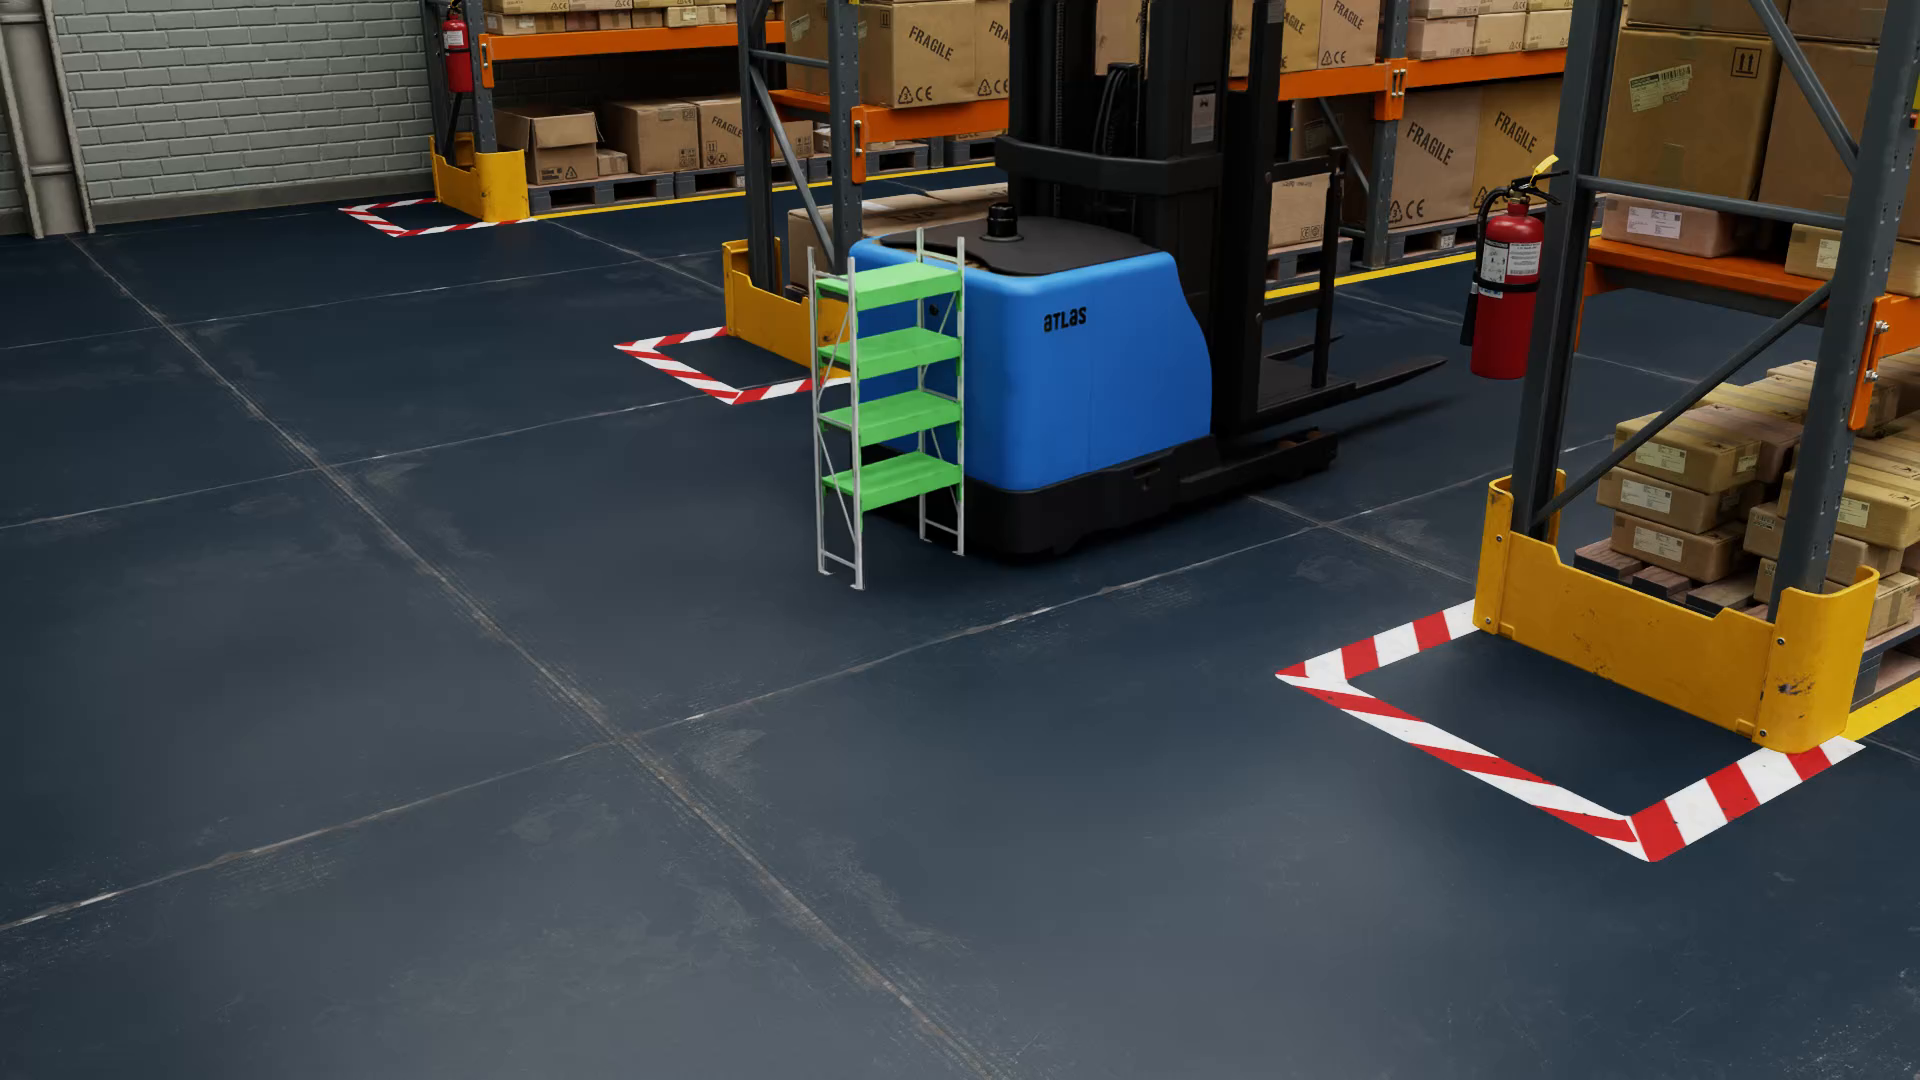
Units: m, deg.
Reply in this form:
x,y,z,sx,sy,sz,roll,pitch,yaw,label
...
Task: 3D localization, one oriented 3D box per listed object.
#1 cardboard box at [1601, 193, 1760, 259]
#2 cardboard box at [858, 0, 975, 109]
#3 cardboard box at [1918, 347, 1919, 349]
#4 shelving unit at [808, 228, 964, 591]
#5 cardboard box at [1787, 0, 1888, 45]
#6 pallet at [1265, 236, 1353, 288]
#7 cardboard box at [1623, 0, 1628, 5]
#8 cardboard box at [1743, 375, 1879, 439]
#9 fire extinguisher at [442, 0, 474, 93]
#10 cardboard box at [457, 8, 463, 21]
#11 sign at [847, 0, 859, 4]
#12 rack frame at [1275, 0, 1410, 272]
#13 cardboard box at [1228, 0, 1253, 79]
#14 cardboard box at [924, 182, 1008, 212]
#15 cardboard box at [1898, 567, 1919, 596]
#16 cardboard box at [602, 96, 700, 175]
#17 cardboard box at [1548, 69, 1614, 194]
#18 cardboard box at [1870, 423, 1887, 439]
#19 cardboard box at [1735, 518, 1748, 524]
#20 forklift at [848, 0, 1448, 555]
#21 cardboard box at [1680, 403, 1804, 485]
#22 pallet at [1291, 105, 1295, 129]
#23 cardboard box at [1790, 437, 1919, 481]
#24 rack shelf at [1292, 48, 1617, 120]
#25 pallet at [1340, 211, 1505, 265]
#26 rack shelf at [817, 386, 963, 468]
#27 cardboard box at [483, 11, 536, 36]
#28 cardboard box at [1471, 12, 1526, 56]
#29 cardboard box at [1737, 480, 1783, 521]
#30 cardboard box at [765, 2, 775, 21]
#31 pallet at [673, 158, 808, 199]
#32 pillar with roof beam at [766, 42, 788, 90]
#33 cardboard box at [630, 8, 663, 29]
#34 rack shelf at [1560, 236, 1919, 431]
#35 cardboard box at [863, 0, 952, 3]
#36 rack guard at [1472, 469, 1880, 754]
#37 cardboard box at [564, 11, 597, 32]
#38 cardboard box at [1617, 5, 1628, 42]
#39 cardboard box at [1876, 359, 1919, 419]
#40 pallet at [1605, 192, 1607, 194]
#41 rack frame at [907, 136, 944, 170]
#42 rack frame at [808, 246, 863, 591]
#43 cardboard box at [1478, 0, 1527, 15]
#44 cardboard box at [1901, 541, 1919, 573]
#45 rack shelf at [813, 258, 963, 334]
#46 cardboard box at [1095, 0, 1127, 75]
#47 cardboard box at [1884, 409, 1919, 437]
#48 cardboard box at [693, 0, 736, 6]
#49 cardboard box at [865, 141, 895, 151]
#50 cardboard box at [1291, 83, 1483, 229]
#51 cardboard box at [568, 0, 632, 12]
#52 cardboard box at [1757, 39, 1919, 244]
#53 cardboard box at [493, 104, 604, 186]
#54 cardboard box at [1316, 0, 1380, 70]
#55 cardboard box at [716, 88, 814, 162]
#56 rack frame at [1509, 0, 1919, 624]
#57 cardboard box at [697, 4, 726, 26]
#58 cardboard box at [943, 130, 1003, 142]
x,y,z,sx,sy,sz,roll,pitch,yaw,label
2.244,-0.996,5.183,0.250,0.149,0.380,-15,26,-33,cardboard box
-0.271,-2.488,8.449,0.500,0.500,0.500,-15,26,-33,cardboard box
3.930,-0.669,6.502,0.250,0.149,0.380,-16,27,-35,cardboard box
-0.252,-0.469,5.954,0.503,1.200,0.258,-18,28,-38,shelving unit
2.664,-1.623,4.531,0.500,0.500,0.500,-15,26,-33,cardboard box
1.755,-1.854,10.757,1.213,0.211,1.003,-15,26,-33,pallet
4.603,-3.908,11.670,0.500,0.250,0.500,-16,27,-34,cardboard box
3.047,-0.463,5.987,0.250,0.149,0.380,-16,27,-35,cardboard box
-3.580,-3.537,11.820,0.183,0.674,0.296,-15,26,-33,fire extinguisher
-3.618,-3.952,12.593,0.250,0.149,0.380,-15,26,-33,cardboard box
-0.509,-2.695,7.827,0.005,0.325,0.100,-15,26,-33,sign
2.418,-3.290,10.594,0.127,3.000,1.000,-15,26,-33,rack frame
1.377,-2.933,9.564,0.500,0.500,0.500,-15,26,-34,cardboard box
0.387,-1.803,9.757,0.875,0.438,0.875,-14,26,-31,cardboard box
2.921,0.074,5.444,0.250,0.149,0.380,-15,26,-33,cardboard box
-2.462,-3.228,13.244,0.500,0.500,0.700,-14,26,-31,cardboard box
4.330,-3.048,12.287,0.875,0.875,0.875,-15,26,-32,cardboard box
3.240,-0.395,6.218,0.250,0.149,0.380,-14,26,-32,cardboard box
2.599,-0.091,5.856,0.250,0.149,0.380,-14,26,-31,cardboard box
0.992,-1.744,6.813,3.031,2.935,1.130,-18,28,-38,forklift
2.663,-0.332,5.658,0.250,0.149,0.380,-14,26,-32,cardboard box
3.454,-4.520,17.438,1.213,0.211,1.003,-15,26,-33,pallet
2.921,-0.211,5.355,0.250,0.149,0.380,-14,26,-32,cardboard box
4.042,-3.389,11.812,4.000,0.370,1.077,-15,26,-33,rack shelf
3.001,-2.185,11.586,1.213,0.211,1.003,-15,26,-33,pallet
-0.252,-0.410,5.978,0.480,0.148,0.258,-18,28,-38,rack shelf
-3.304,-3.789,12.182,0.250,0.149,0.380,-15,26,-33,cardboard box
3.349,-3.349,10.943,0.500,0.250,0.500,-16,27,-34,cardboard box
2.650,-0.206,5.745,0.250,0.149,0.380,-16,27,-34,cardboard box
-1.685,-4.260,13.363,0.250,0.149,0.380,-14,26,-32,cardboard box
-2.033,-3.073,13.814,1.213,0.211,1.003,-15,26,-33,pallet
0.939,-6.394,10.278,0.400,9.000,9.100,-15,26,-33,pillar with roof beam
-2.478,-4.020,12.763,0.250,0.149,0.380,-14,26,-32,cardboard box
3.768,-1.056,5.965,4.000,0.370,1.077,-15,26,-33,rack shelf
-0.273,-2.953,8.266,0.500,0.500,0.500,-16,27,-34,cardboard box
2.206,0.188,5.251,0.348,0.500,1.175,-15,26,-33,rack guard
-2.931,-3.925,12.524,0.250,0.149,0.380,-15,26,-34,cardboard box
4.583,-3.679,11.771,0.500,0.250,0.500,-15,26,-33,cardboard box
3.511,-0.562,6.234,0.250,0.149,0.380,-16,27,-35,cardboard box
4.981,-2.713,12.910,1.213,0.211,1.003,-15,26,-33,pallet
-0.484,-4.782,14.334,0.127,3.000,1.000,-15,26,-33,rack frame
-0.434,-0.409,5.803,0.015,1.200,0.240,-18,28,-38,rack frame
3.347,-3.584,10.859,0.500,0.250,0.500,-14,26,-32,cardboard box
2.975,-0.044,5.339,0.250,0.149,0.380,-15,26,-33,cardboard box
-0.252,-0.856,5.800,0.480,0.148,0.258,-18,28,-38,rack shelf
0.546,-2.711,9.007,0.500,0.500,0.500,-15,26,-33,cardboard box
3.354,-0.306,5.593,0.250,0.149,0.380,-16,27,-35,cardboard box
-1.984,-4.339,13.025,0.500,0.250,0.500,-16,27,-34,cardboard box
-0.764,-3.444,14.261,0.250,0.149,0.380,-16,27,-34,cardboard box
2.875,-2.656,11.306,0.875,0.875,0.875,-14,26,-31,cardboard box
-2.796,-4.112,12.454,0.500,0.250,0.500,-15,26,-32,cardboard box
2.670,-1.155,4.709,0.500,0.500,0.500,-14,25,-30,cardboard box
-3.179,-3.056,12.810,0.637,0.503,0.797,-16,27,-35,cardboard box
2.191,-3.159,10.131,0.500,0.500,0.500,-15,26,-32,cardboard box
-1.620,-3.453,13.808,0.500,0.500,0.700,-16,27,-35,cardboard box
2.144,-0.957,4.747,0.127,3.000,1.000,-15,26,-33,rack frame
-2.027,-4.116,13.002,0.250,0.149,0.380,-14,26,-32,cardboard box
0.040,-3.854,14.812,0.500,0.500,0.500,-14,25,-31,cardboard box
